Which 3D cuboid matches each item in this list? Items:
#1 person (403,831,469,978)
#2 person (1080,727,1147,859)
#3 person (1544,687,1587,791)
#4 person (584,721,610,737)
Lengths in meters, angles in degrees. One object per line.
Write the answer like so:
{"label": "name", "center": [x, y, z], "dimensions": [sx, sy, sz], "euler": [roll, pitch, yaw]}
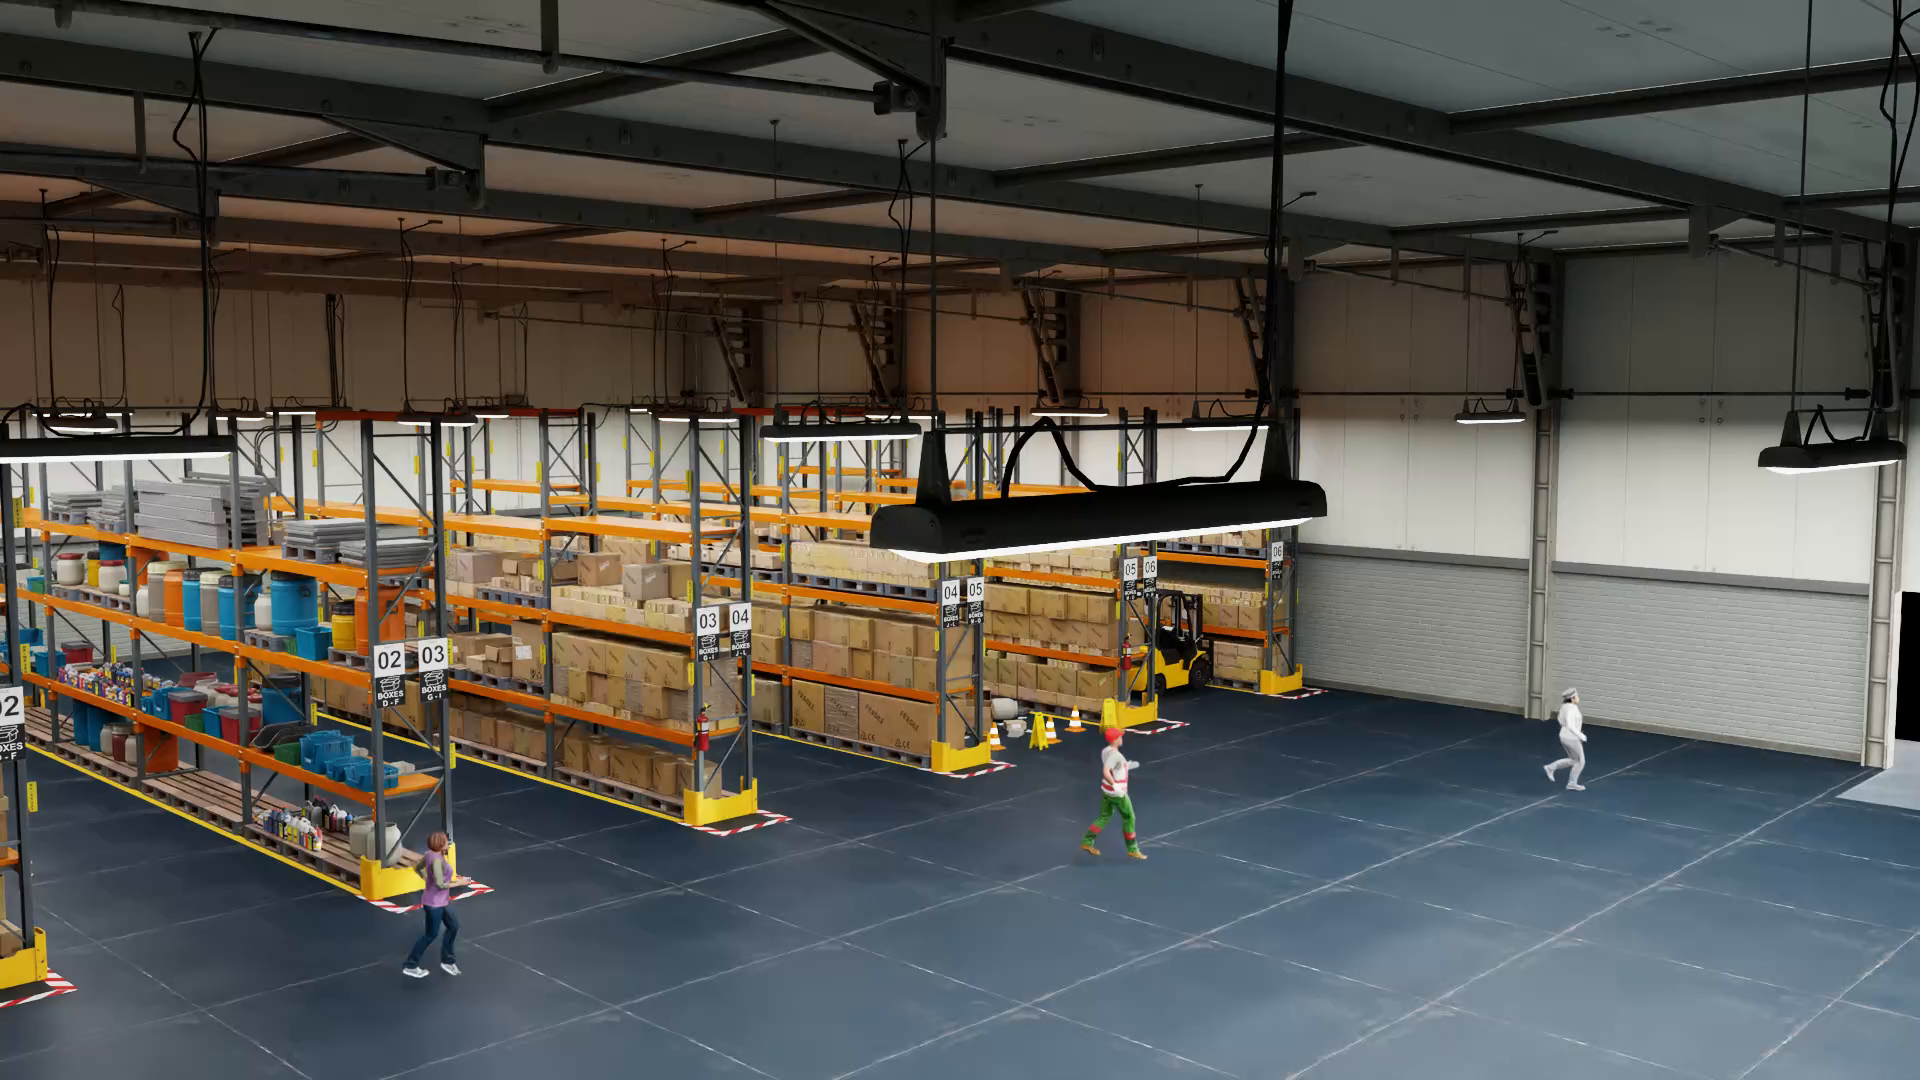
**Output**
{"label": "person", "center": [-5.653, 3.956, 17.931], "dimensions": [0.707, 1.662, 0.559], "euler": [-2, 5, -19]}
{"label": "person", "center": [2.081, 3.427, 22.441], "dimensions": [0.924, 1.812, 0.657], "euler": [-2, 5, -18]}
{"label": "person", "center": [9.655, 3.162, 26.475], "dimensions": [0.622, 1.648, 0.642], "euler": [0, 5, 4]}
{"label": "person", "center": [-6.655, 2.765, 30.593], "dimensions": [0.637, 1.731, 0.710], "euler": [3, 6, 33]}
